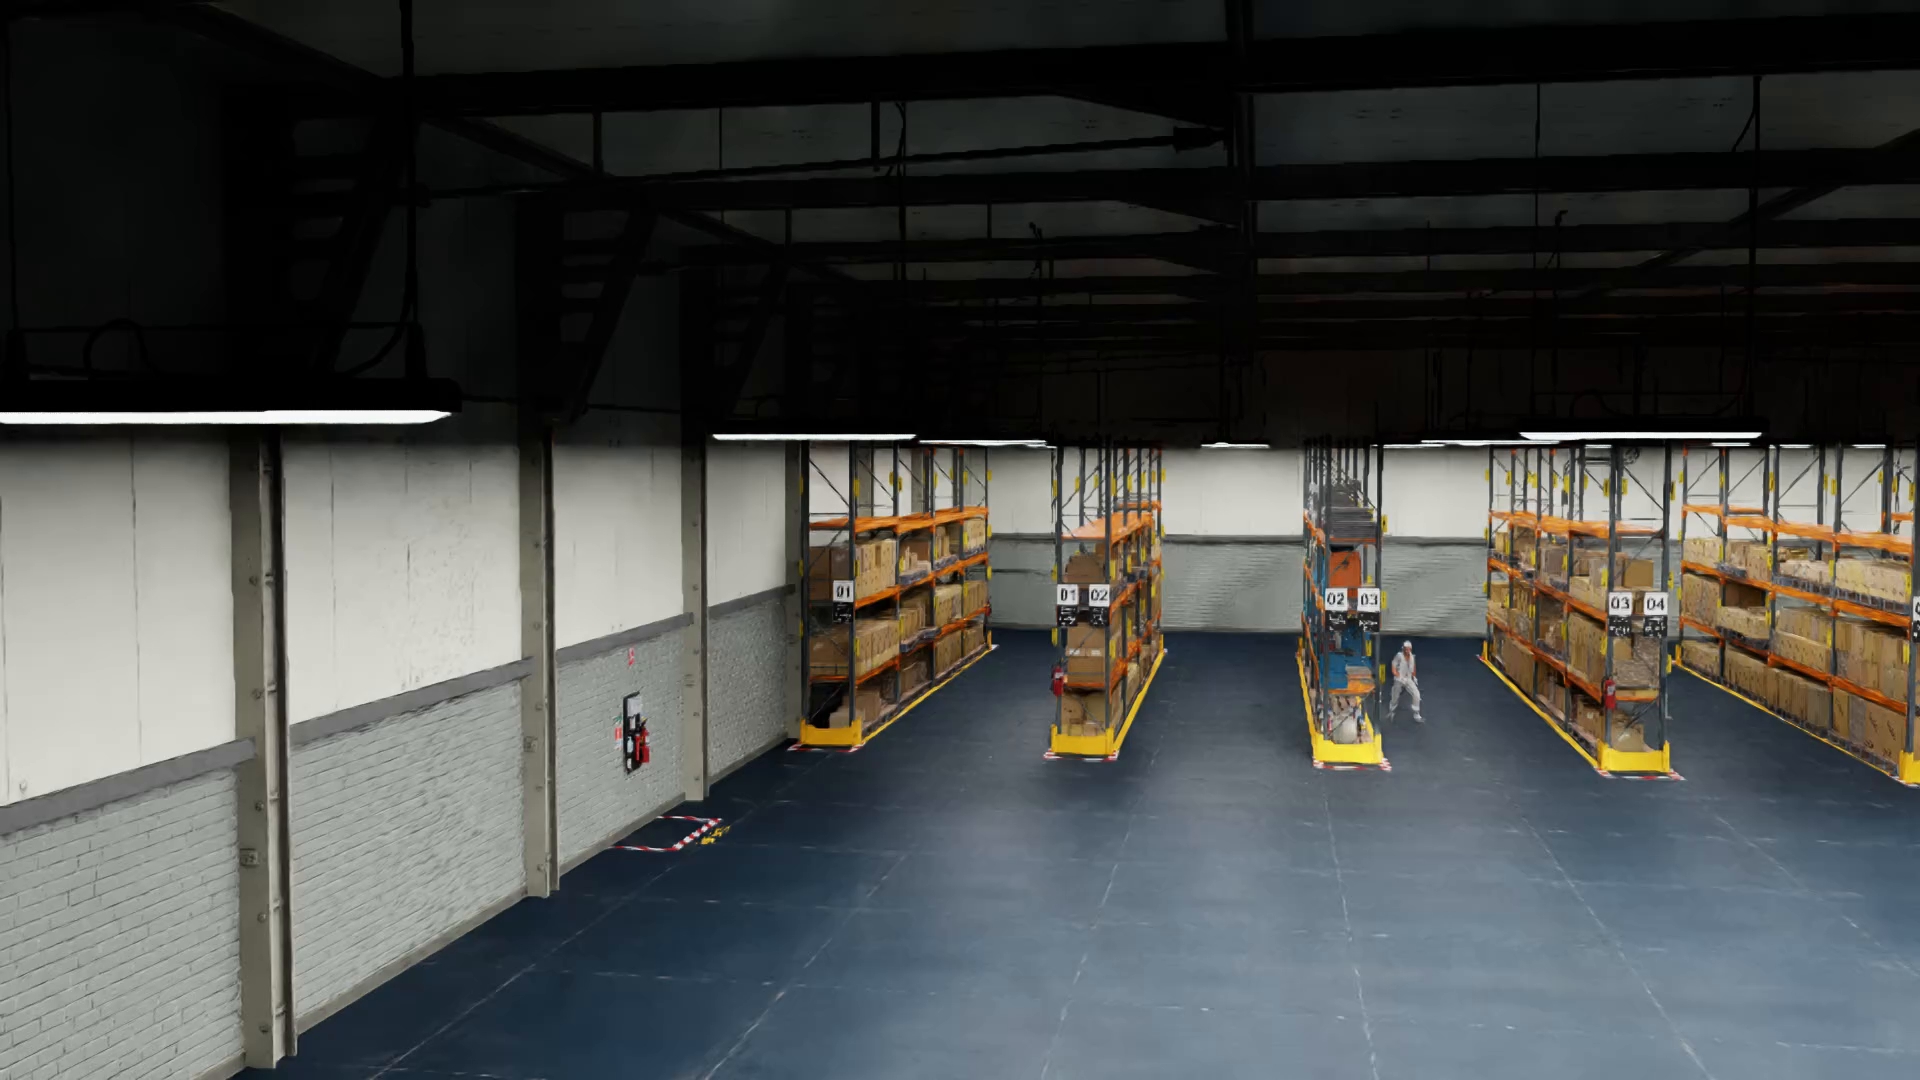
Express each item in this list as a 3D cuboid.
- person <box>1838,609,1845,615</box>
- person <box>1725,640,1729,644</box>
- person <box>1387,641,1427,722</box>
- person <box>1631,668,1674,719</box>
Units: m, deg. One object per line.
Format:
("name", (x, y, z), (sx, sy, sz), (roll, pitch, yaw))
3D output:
("person", (23.042, 2.470, 43.711), (0.506, 1.774, 0.637), (0, 3, -1))
("person", (21.255, 2.405, 46.234), (0.529, 1.697, 0.547), (-2, 3, -28))
("person", (9.337, 2.964, 34.921), (0.684, 1.722, 0.804), (-1, 3, -10))
("person", (14.763, 2.999, 35.508), (0.656, 1.592, 0.818), (0, 3, -6))
